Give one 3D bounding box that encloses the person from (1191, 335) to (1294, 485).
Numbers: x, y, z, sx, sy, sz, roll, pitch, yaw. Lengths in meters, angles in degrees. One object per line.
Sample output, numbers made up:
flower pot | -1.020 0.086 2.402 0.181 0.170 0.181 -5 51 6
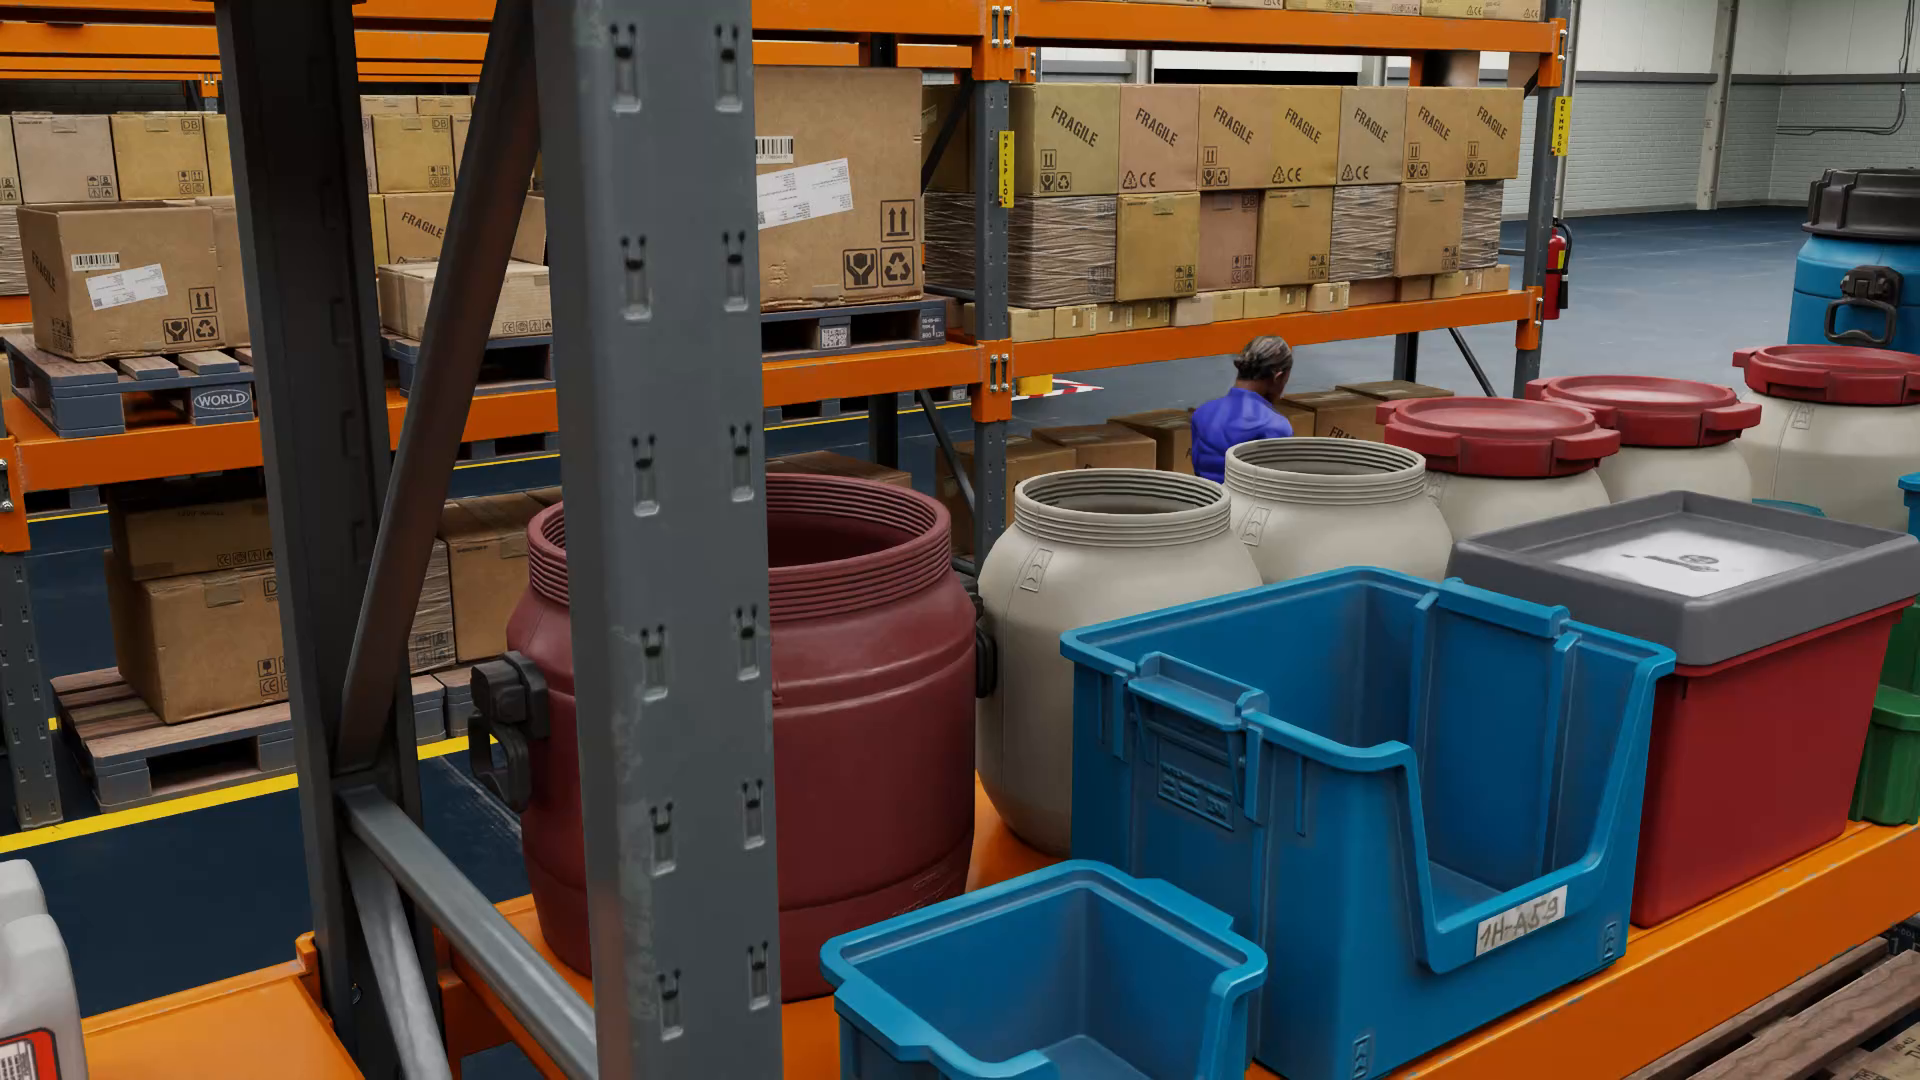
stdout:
person | 0.963 0.104 5.745 0.375 1.610 0.457 -10 18 -33
